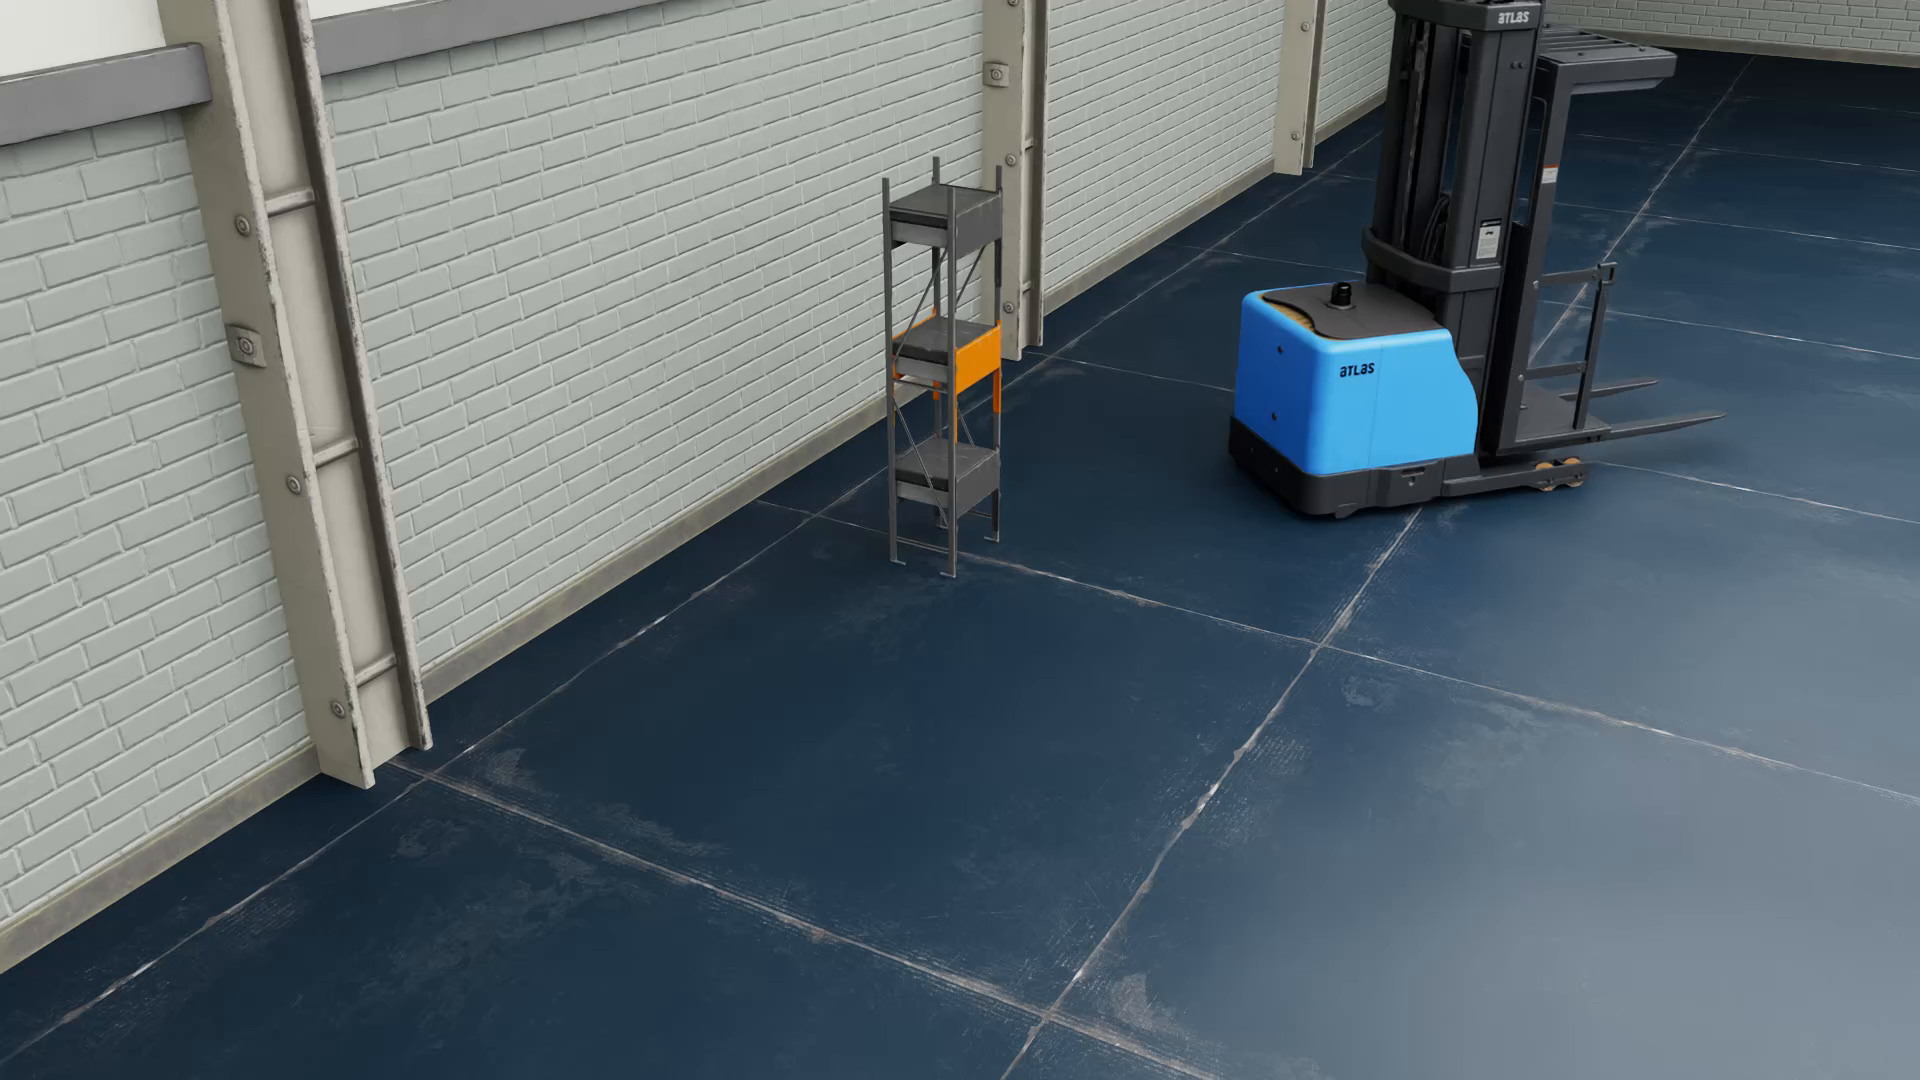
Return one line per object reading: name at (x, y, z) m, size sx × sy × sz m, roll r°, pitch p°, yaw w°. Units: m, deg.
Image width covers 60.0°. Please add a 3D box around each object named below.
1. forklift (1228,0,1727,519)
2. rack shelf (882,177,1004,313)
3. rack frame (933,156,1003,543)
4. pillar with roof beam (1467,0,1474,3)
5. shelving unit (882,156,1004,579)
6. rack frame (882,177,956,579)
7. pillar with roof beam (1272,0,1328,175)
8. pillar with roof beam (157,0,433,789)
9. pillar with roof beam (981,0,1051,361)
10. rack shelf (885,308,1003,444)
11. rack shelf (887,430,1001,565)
forklift at (3.215, -1.813, 9.598) m, size 3.031 × 2.935 × 1.130 m, roll -9°, pitch 28°, yaw -17°
rack shelf at (-0.081, -1.488, 8.344) m, size 0.431 × 0.518 × 0.480 m, roll 14°, pitch 30°, yaw 26°
rack frame at (0.039, -0.970, 8.841) m, size 0.400 × 2.100 × 0.015 m, roll 14°, pitch 30°, yaw 26°
pillar with roof beam at (10.025, -9.133, 17.442) m, size 9.100 × 9.000 × 0.400 m, roll 14°, pitch 30°, yaw 26°
shelving unit at (-0.081, -0.874, 8.651) m, size 0.431 × 2.100 × 0.503 m, roll 14°, pitch 30°, yaw 26°
rack frame at (-0.201, -0.779, 8.461) m, size 0.400 × 2.100 × 0.015 m, roll 14°, pitch 30°, yaw 26°
pillar with roof beam at (7.073, -6.795, 12.771) m, size 9.100 × 9.000 × 0.400 m, roll 14°, pitch 30°, yaw 26°
pillar with roof beam at (1.170, -2.118, 3.429) m, size 9.100 × 9.000 × 0.400 m, roll 14°, pitch 30°, yaw 26°
pillar with roof beam at (4.121, -4.457, 8.100) m, size 9.100 × 9.000 × 0.400 m, roll 14°, pitch 30°, yaw 26°
rack shelf at (-0.081, -0.862, 8.657) m, size 0.431 × 0.518 × 0.480 m, roll 14°, pitch 30°, yaw 26°
rack shelf at (-0.081, -0.236, 8.971) m, size 0.431 × 0.518 × 0.480 m, roll 14°, pitch 30°, yaw 26°
